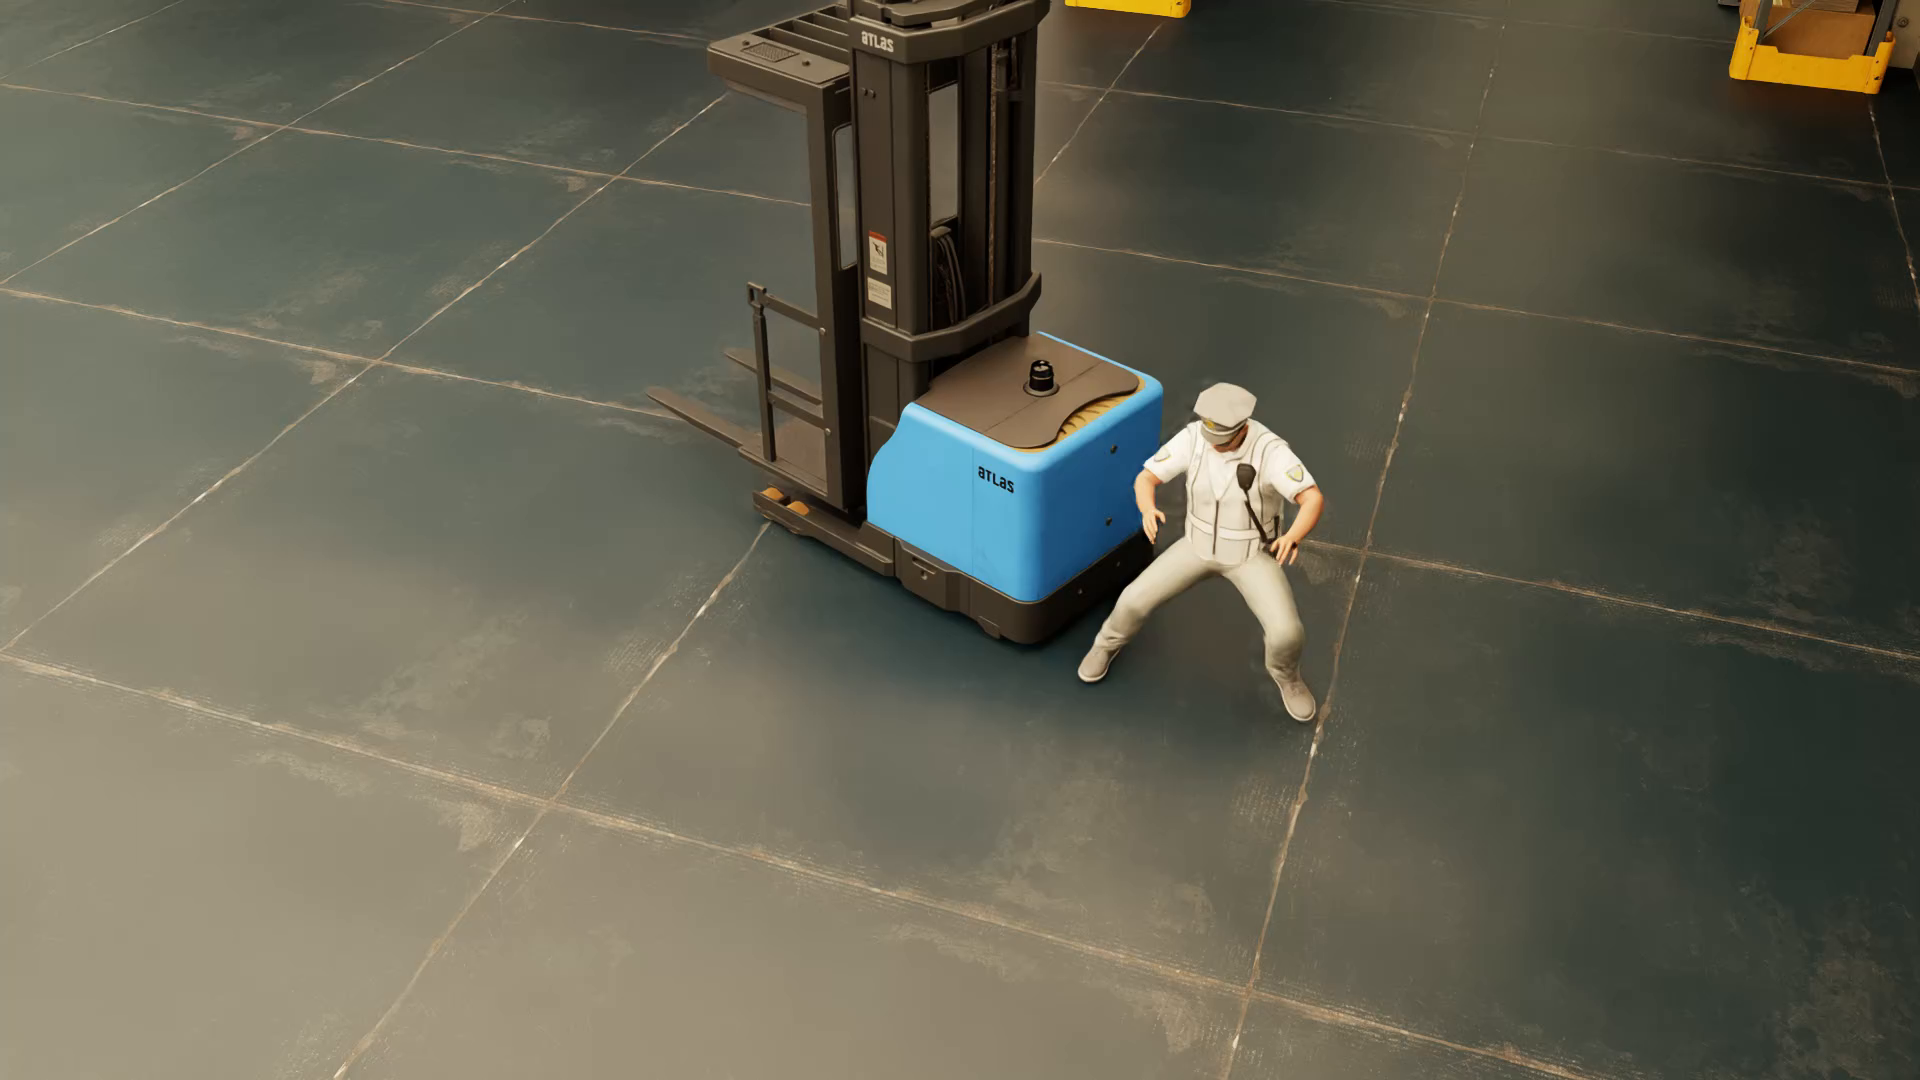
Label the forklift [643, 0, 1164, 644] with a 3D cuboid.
[{"bbox_3d":[-0.455,-1.431,8.129,3.031,2.935,1.130,27,44,33],"label":"forklift"}]

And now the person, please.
[{"bbox_3d":[1.114,0.058,7.256,1.067,1.514,0.760,20,40,26],"label":"person"}]
